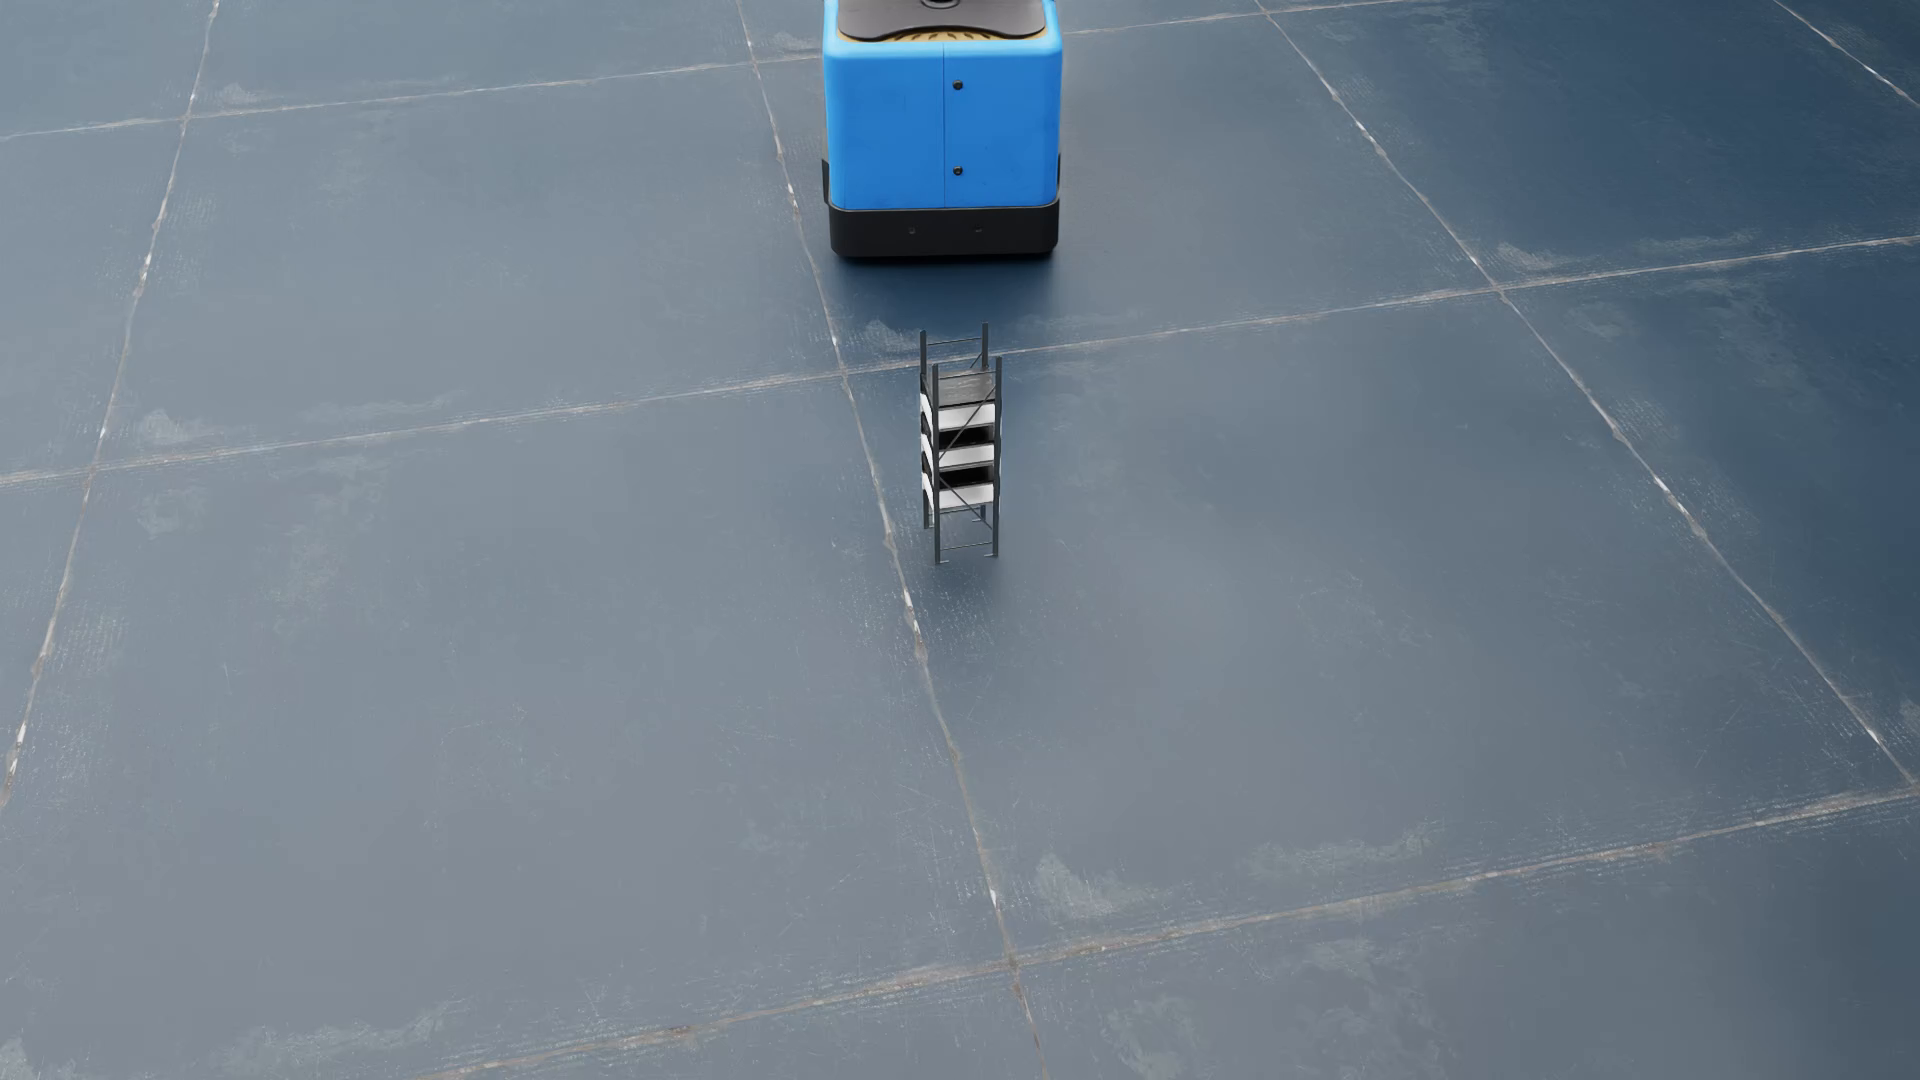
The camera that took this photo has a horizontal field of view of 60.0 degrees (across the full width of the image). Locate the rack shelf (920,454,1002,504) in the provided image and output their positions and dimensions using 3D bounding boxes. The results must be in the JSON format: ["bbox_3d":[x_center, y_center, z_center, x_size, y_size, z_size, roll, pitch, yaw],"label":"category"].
[{"bbox_3d":[0.002,-0.239,6.027,0.258,0.077,0.200,-8,42,-9],"label":"rack shelf"}]

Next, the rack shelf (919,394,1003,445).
[{"bbox_3d":[0.002,-0.441,5.848,0.258,0.077,0.200,-8,42,-9],"label":"rack shelf"}]

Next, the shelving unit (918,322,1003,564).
[{"bbox_3d":[0.002,-0.331,5.945,0.258,0.900,0.210,-8,42,-9],"label":"shelving unit"}]

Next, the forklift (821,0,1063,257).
[{"bbox_3d":[-0.129,-3.350,7.816,1.130,2.935,3.031,-2,42,-2],"label":"forklift"}]

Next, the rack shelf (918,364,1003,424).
[{"bbox_3d":[0.002,-0.508,5.788,0.258,0.077,0.200,-8,42,-9],"label":"rack shelf"}]

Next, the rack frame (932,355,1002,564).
[{"bbox_3d":[0.024,-0.265,5.871,0.240,0.900,0.006,-8,42,-9],"label":"rack frame"}]

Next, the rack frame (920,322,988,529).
[{"bbox_3d":[-0.020,-0.397,6.020,0.240,0.900,0.006,-8,42,-9],"label":"rack frame"}]

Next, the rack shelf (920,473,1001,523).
[{"bbox_3d":[0.002,-0.172,6.087,0.258,0.077,0.200,-8,42,-9],"label":"rack shelf"}]

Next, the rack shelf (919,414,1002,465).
[{"bbox_3d":[0.002,-0.374,5.908,0.258,0.077,0.200,-8,42,-9],"label":"rack shelf"}]

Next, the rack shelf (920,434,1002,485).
[{"bbox_3d":[0.002,-0.306,5.967,0.258,0.077,0.200,-8,42,-9],"label":"rack shelf"}]
